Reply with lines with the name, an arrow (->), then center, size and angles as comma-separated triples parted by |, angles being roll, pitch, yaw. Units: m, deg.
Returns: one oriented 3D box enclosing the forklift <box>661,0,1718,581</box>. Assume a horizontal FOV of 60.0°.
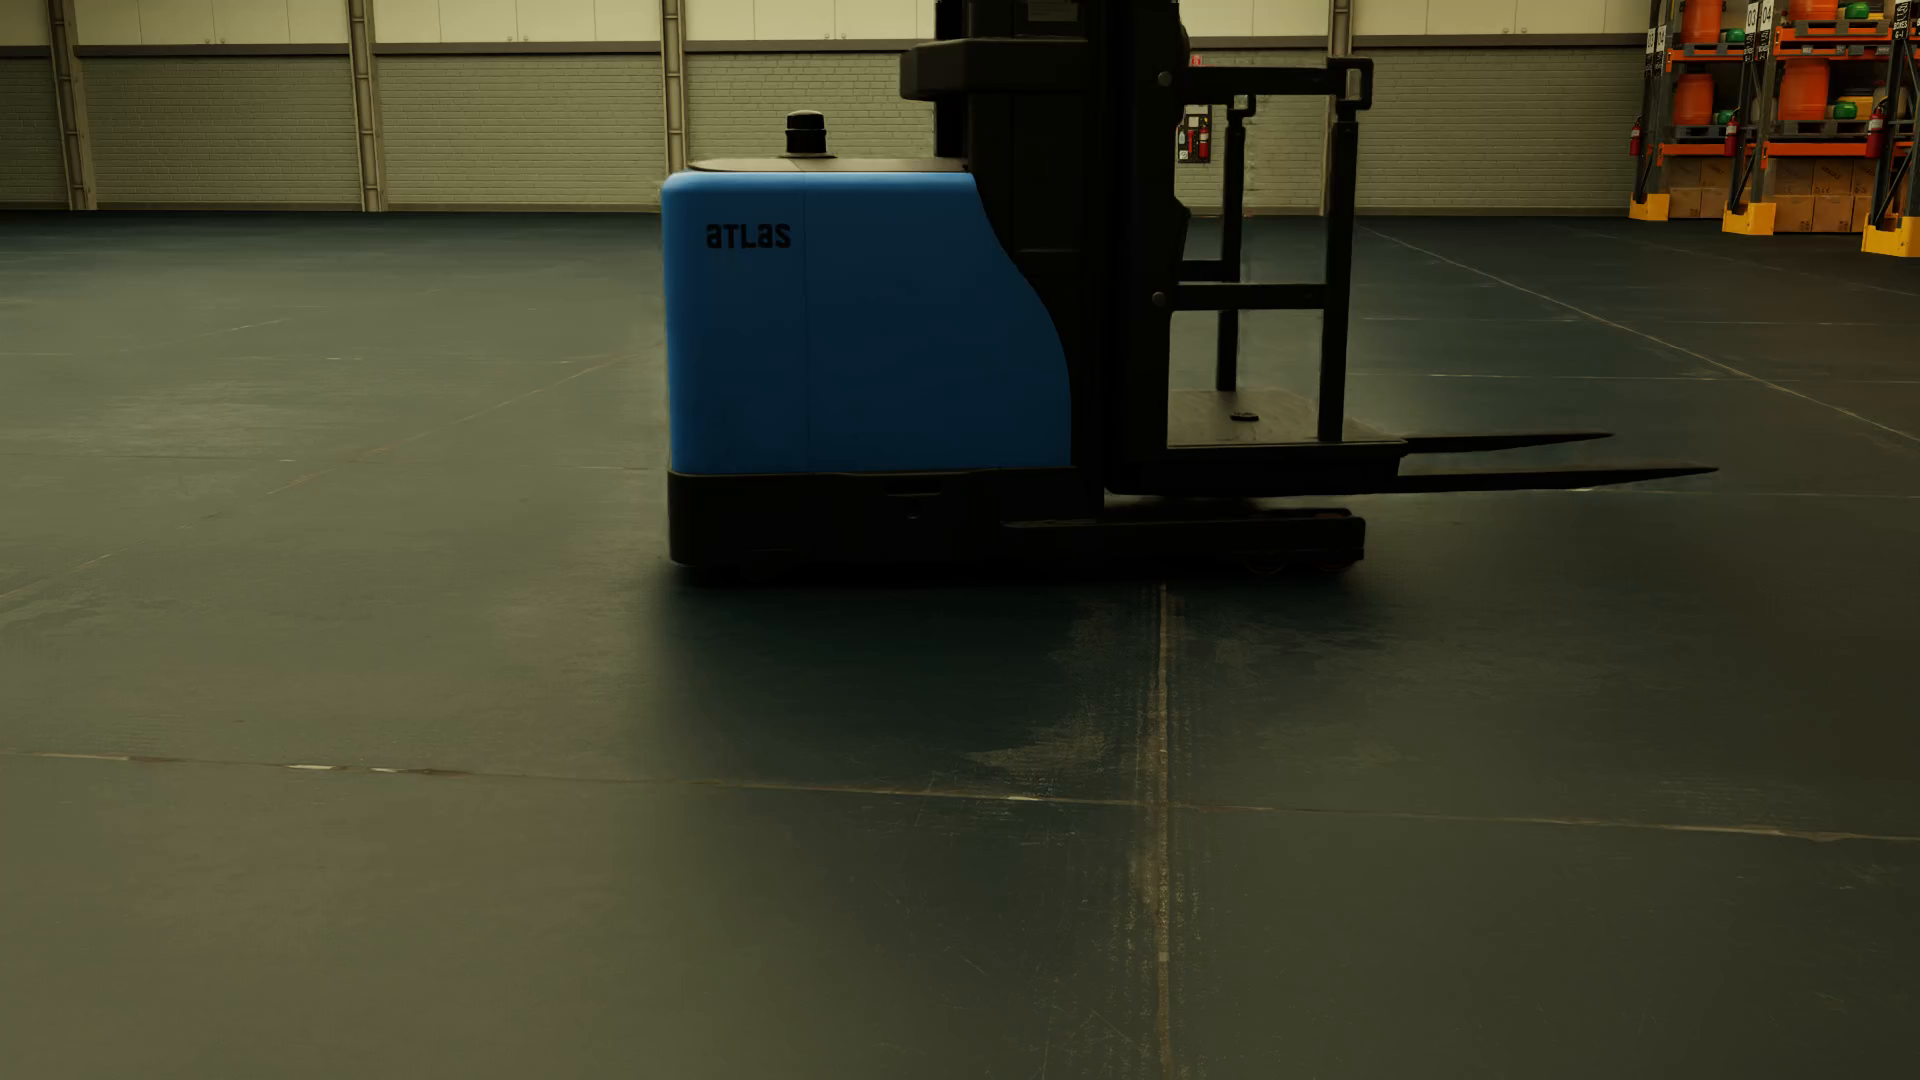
forklift -> 0.676, -1.449, 4.707 | 3.031, 2.935, 1.130 | -2, 13, -7
